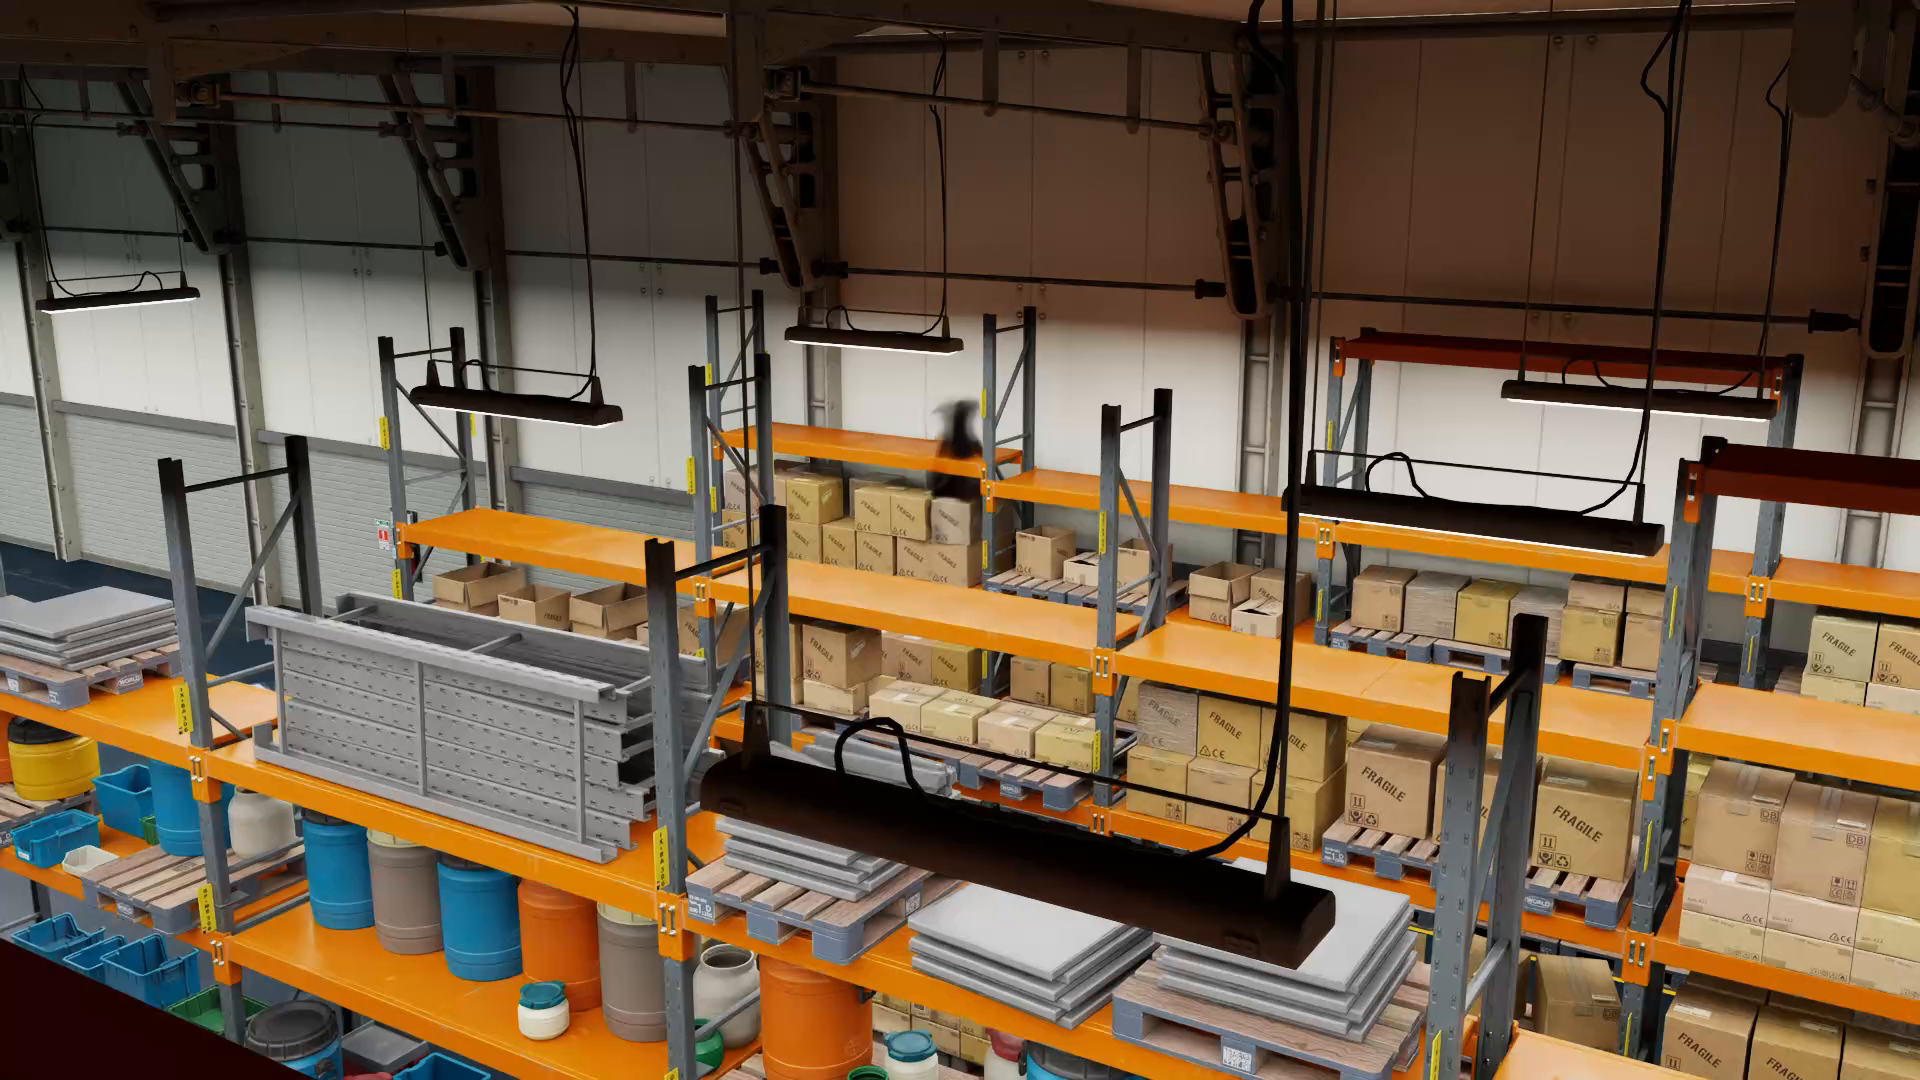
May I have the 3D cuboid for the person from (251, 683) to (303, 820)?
[{"bbox_3d":[-8.066,2.514,19.394,0.899,1.829,0.717,-13,19,-42],"label":"person"}]
